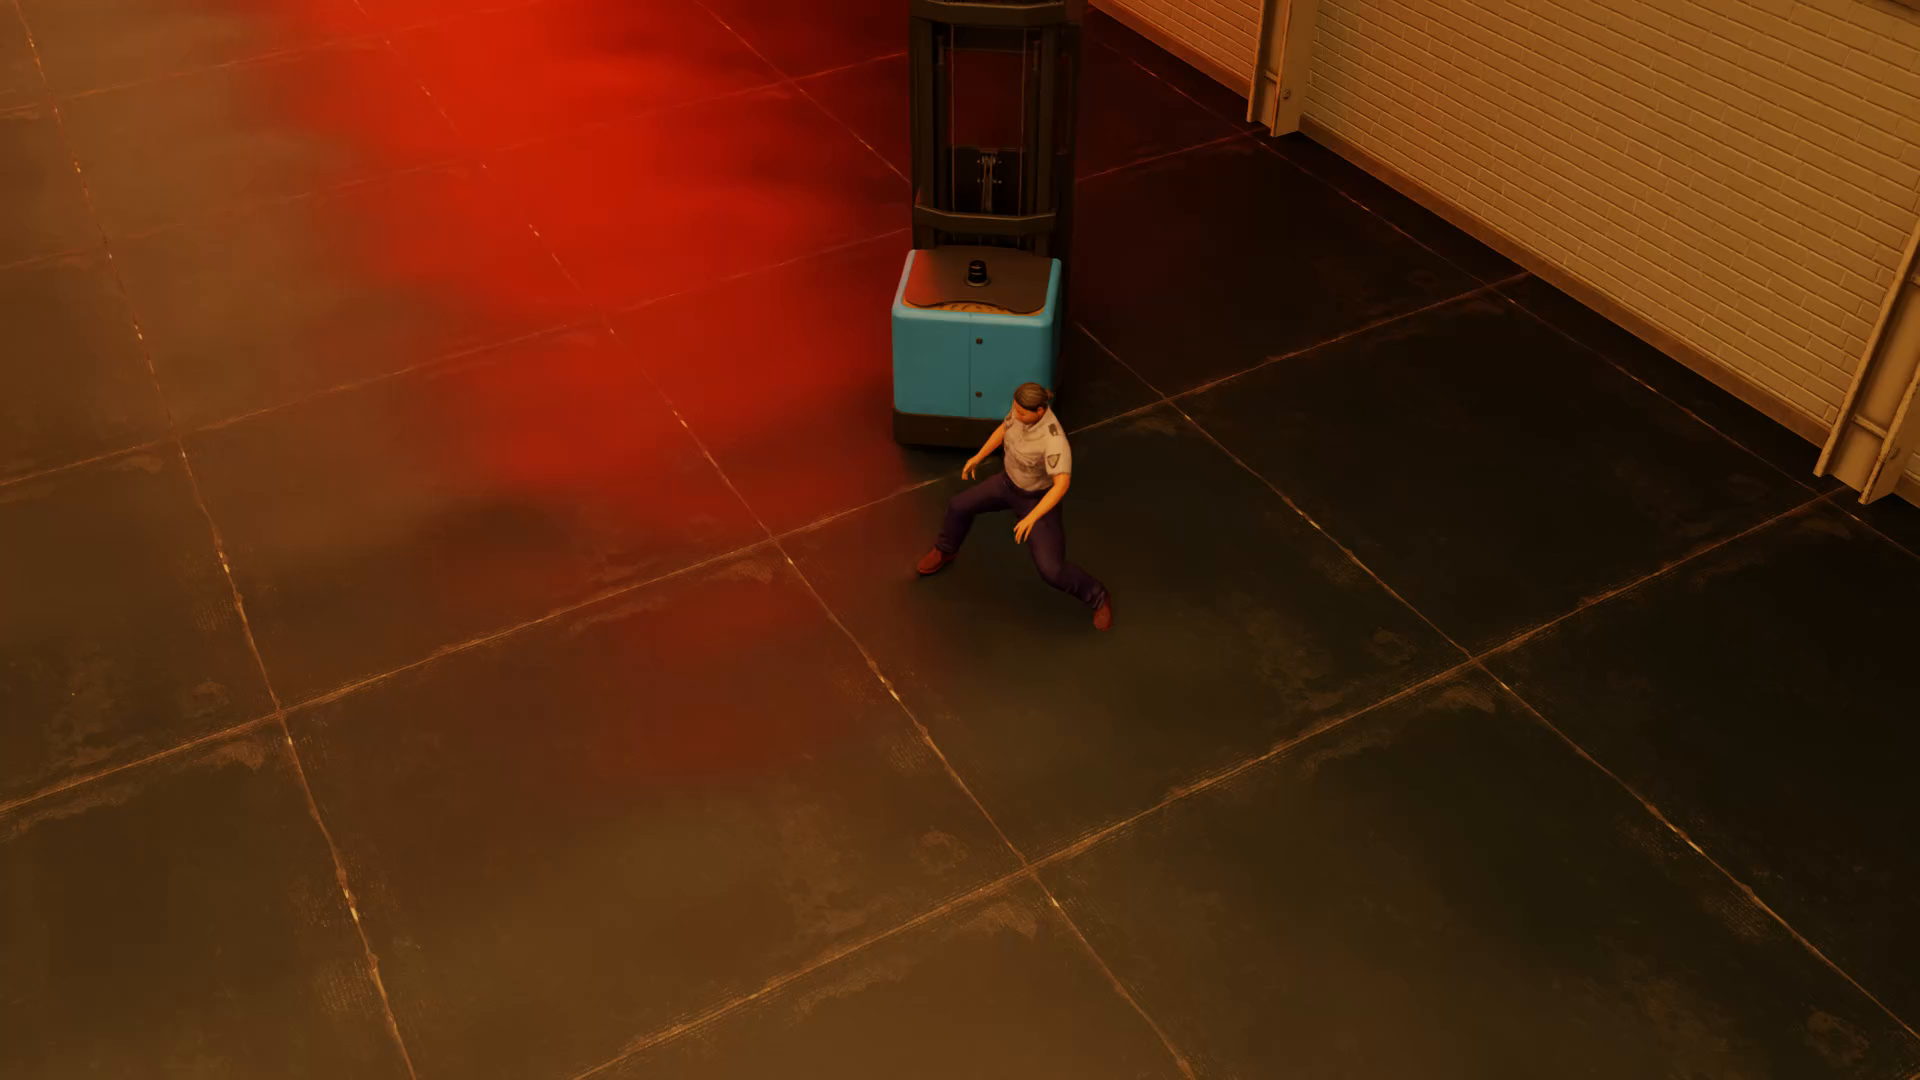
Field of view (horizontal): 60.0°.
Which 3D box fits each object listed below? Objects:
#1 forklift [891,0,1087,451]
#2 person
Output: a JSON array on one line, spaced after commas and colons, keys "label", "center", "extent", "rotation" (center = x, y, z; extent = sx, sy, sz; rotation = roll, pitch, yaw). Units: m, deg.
[{"label": "forklift", "center": [0.249, -2.637, 11.215], "extent": [1.130, 2.935, 3.031], "rotation": [5, 40, 5]}, {"label": "person", "center": [0.338, -0.234, 9.495], "extent": [0.930, 1.506, 1.041], "rotation": [-17, 43, -20]}]
